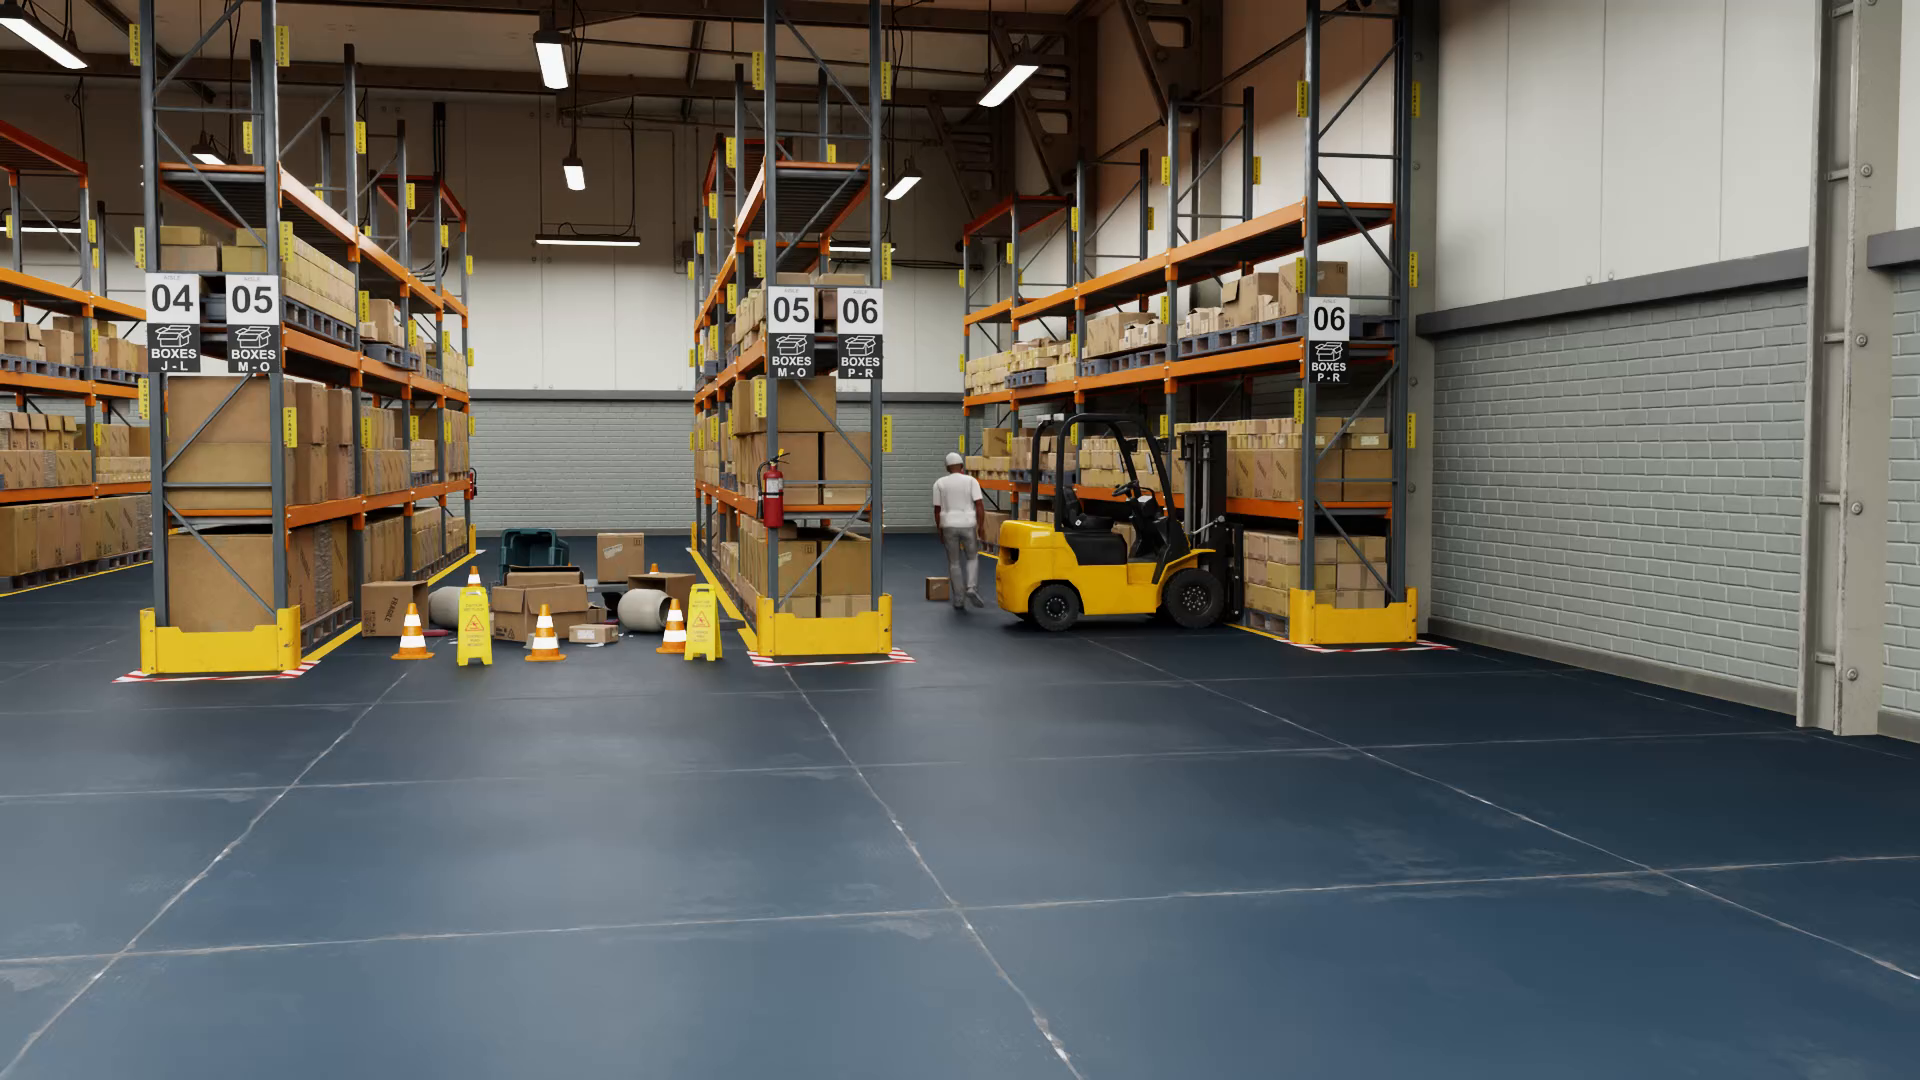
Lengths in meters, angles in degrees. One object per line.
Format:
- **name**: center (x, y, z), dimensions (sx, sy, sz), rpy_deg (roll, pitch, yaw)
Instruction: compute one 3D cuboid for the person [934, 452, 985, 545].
- **person**: center (-0.011, -0.464, 18.929), dimensions (0.583, 1.065, 0.442), rpy_deg (0, 3, -1)
